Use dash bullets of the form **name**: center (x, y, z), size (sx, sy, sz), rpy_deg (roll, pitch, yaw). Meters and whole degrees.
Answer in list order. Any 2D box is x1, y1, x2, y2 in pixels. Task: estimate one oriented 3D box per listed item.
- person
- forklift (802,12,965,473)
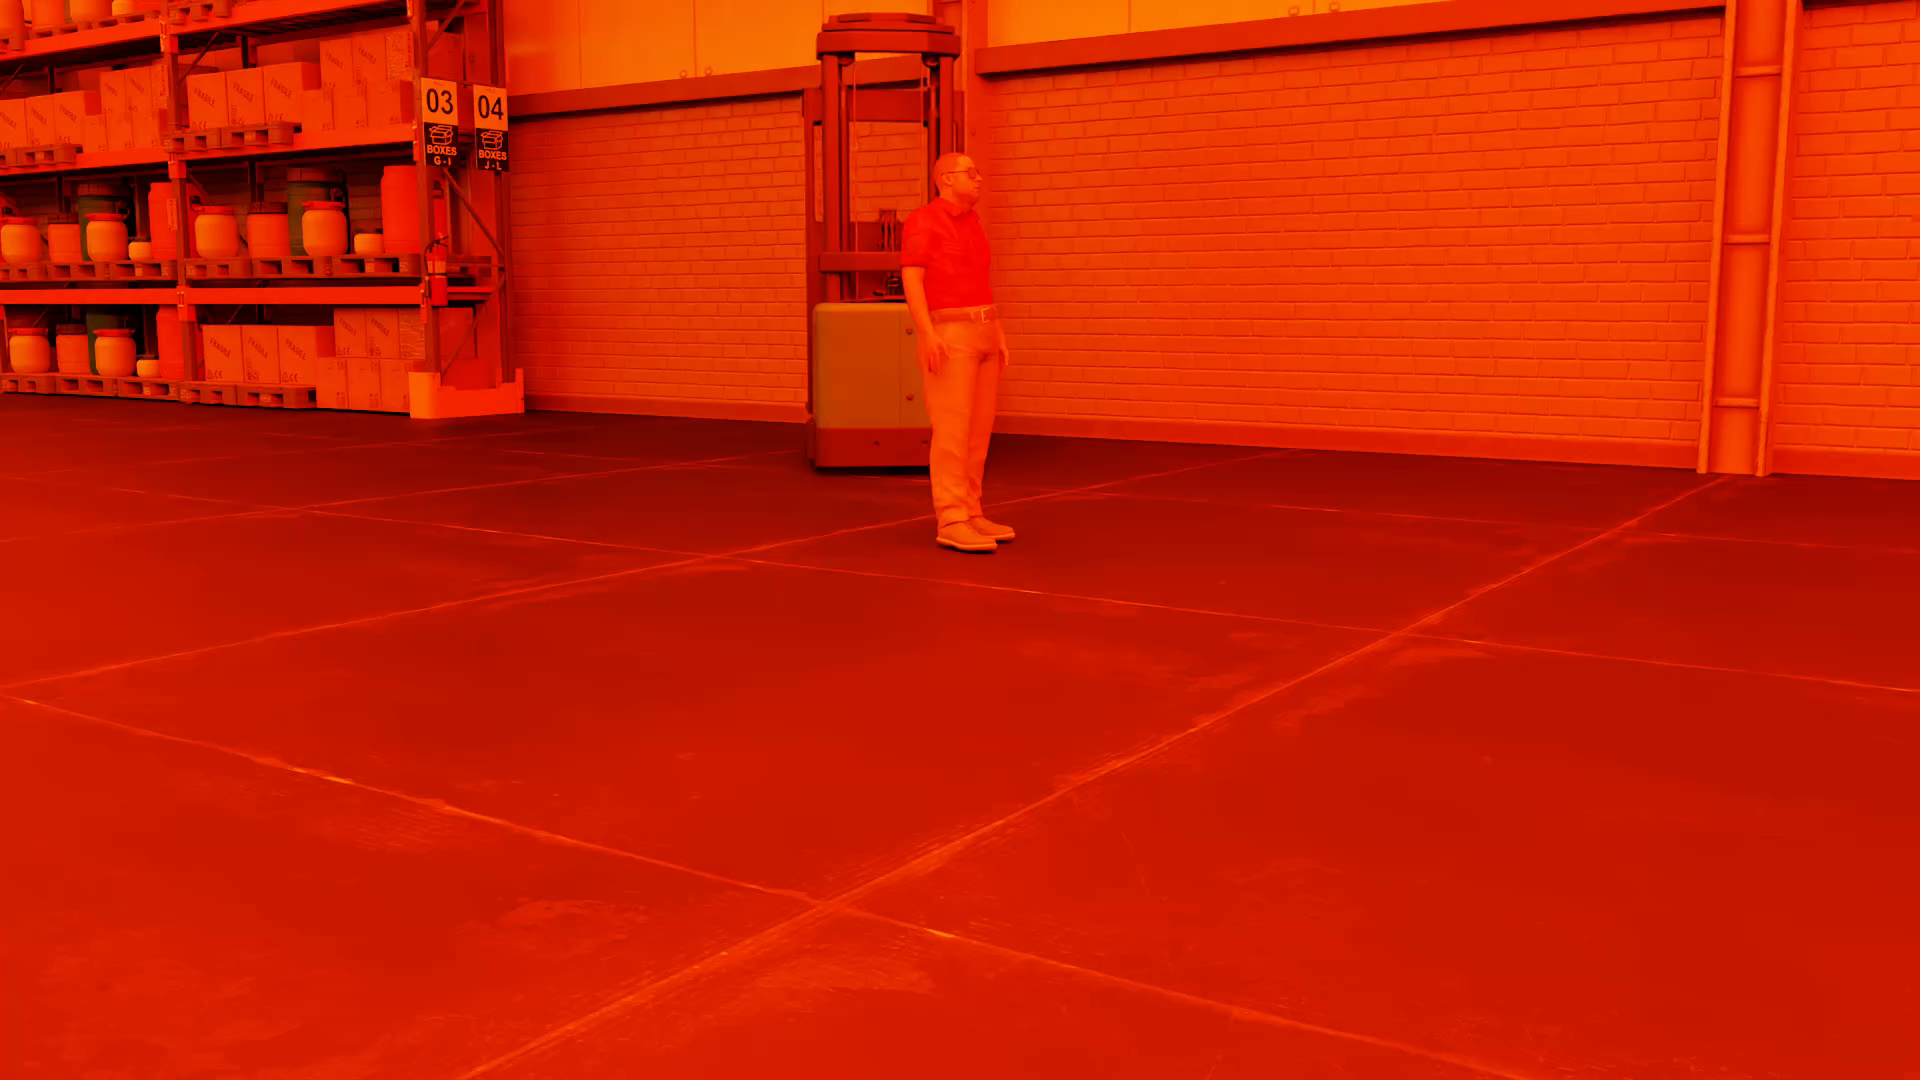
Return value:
- **person**: center (0.068, -0.856, 7.421), size (0.550, 1.728, 0.641), rpy_deg (5, 10, 34)
- **forklift**: center (-0.538, -2.049, 11.604), size (1.130, 2.935, 3.031), rpy_deg (-1, 8, -6)
